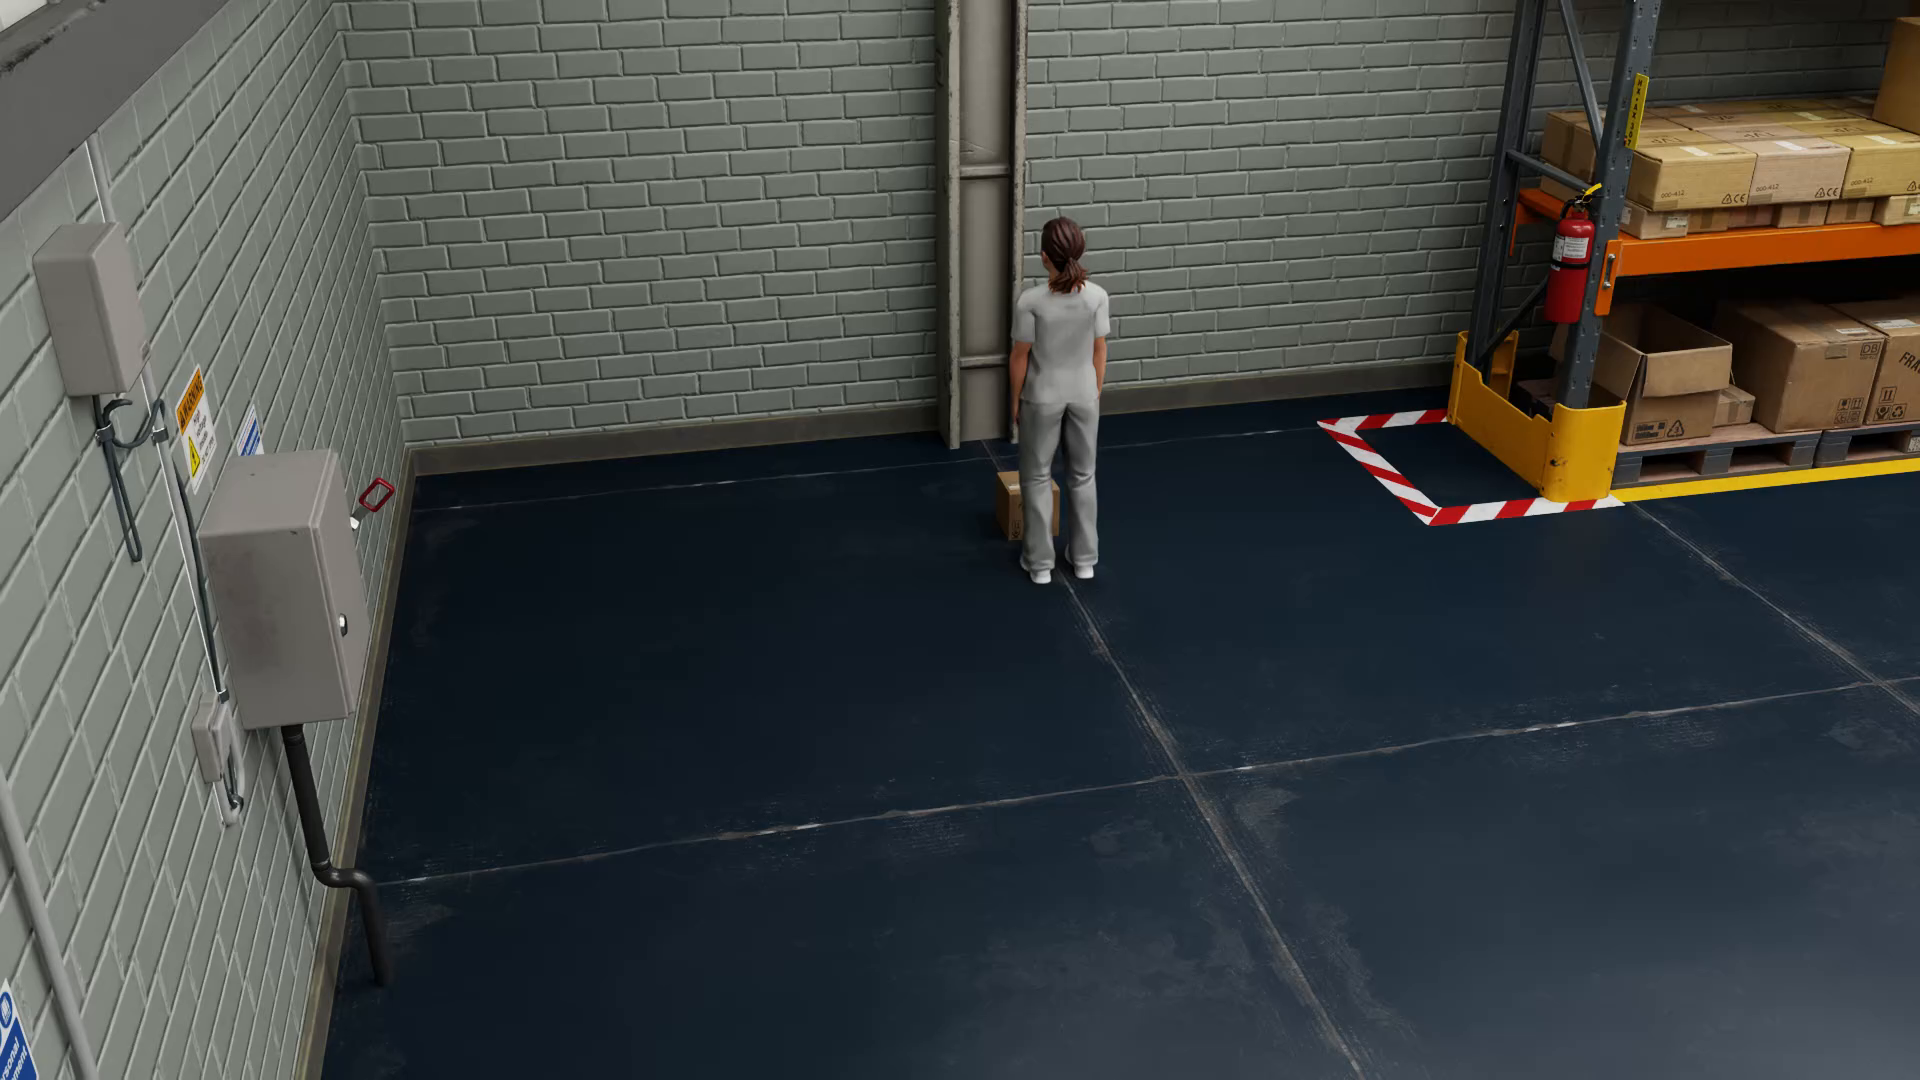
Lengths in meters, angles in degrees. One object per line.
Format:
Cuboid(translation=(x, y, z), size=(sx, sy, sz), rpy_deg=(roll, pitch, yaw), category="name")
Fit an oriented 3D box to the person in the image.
Cuboid(translation=(0.425, -0.597, 7.302), size=(0.437, 1.673, 0.378), rpy_deg=(-5, 27, -11), category="person")
